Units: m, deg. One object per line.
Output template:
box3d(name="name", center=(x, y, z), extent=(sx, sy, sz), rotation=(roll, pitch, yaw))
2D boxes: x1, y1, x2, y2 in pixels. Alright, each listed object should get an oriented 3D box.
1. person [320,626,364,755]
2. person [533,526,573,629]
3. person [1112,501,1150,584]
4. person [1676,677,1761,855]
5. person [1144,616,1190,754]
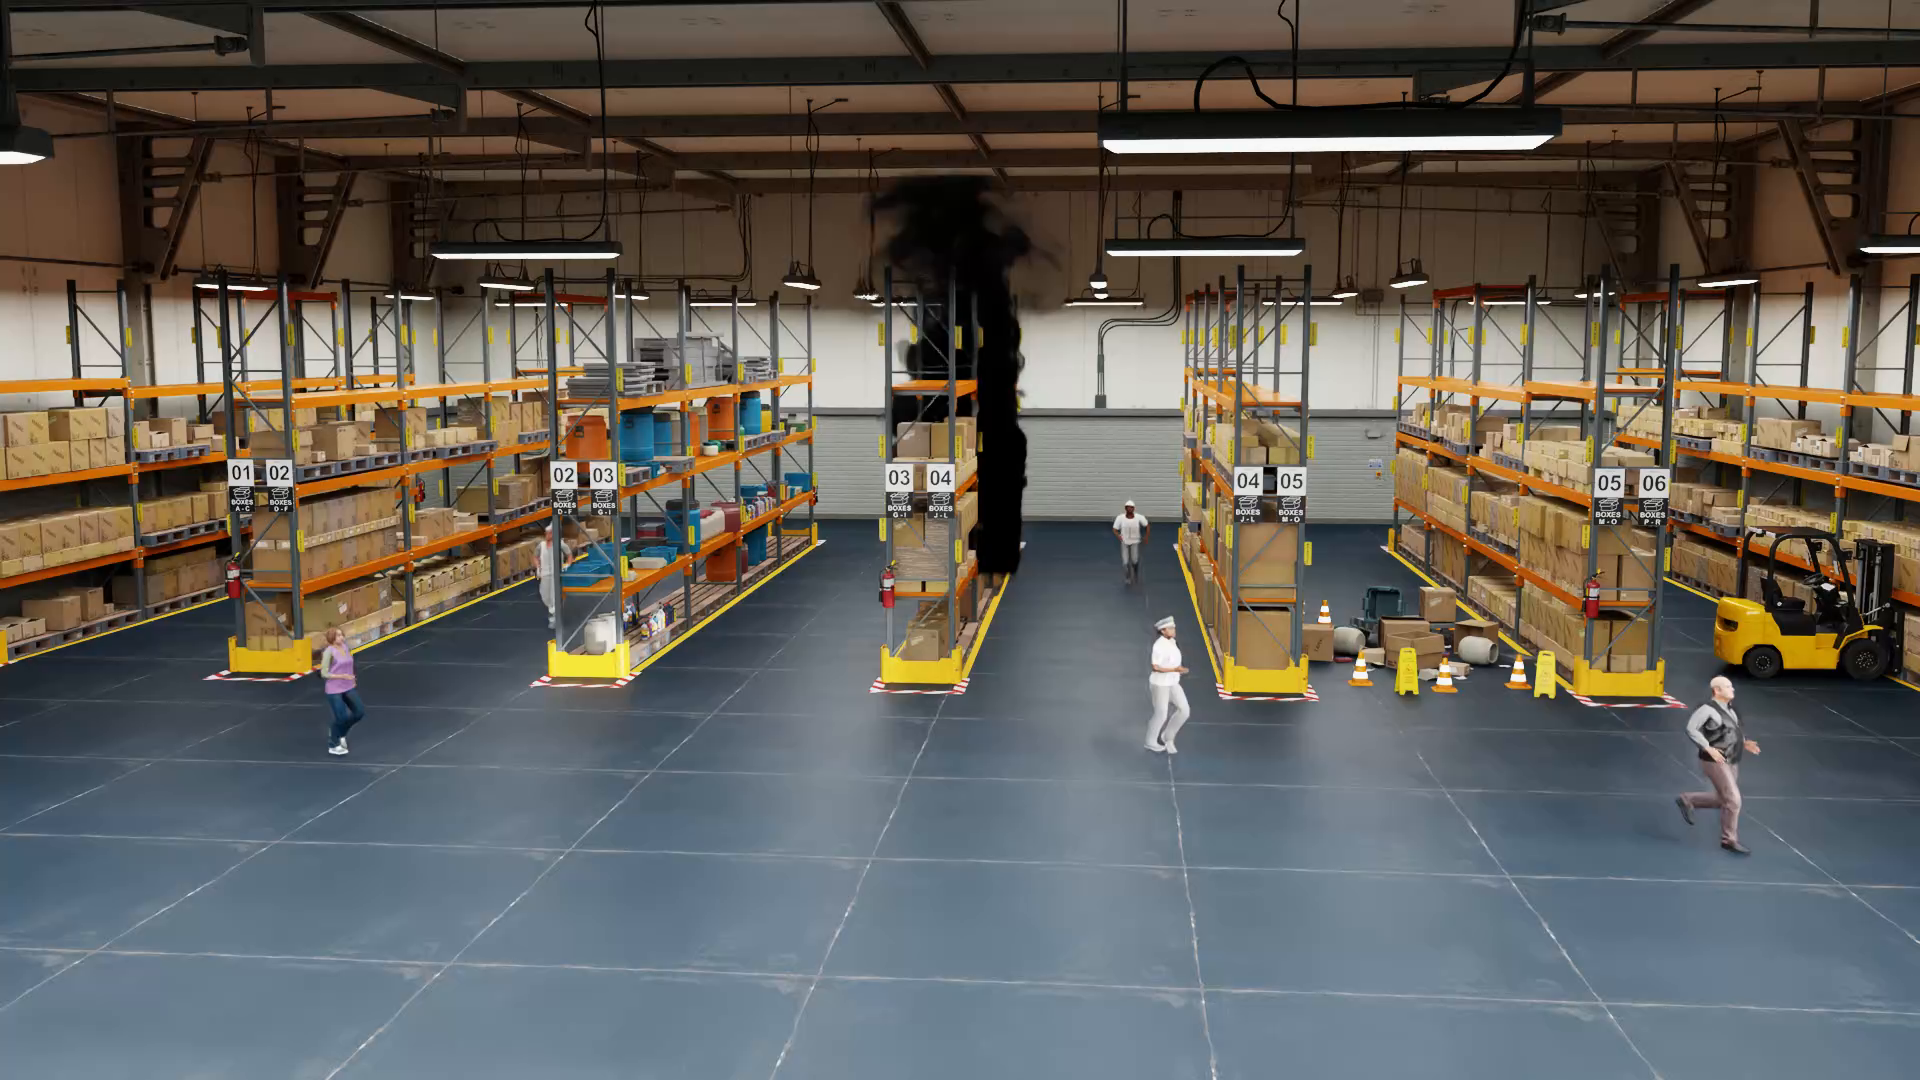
box3d(name="person", center=(-7.378, 1.807, 19.922), extent=(0.537, 1.558, 0.524), rotation=(3, 8, 23))
box3d(name="person", center=(-7.081, 0.624, 28.943), extent=(0.683, 1.771, 0.717), rotation=(0, 7, -2))
box3d(name="person", center=(3.444, 0.066, 33.549), extent=(0.746, 1.724, 0.593), rotation=(1, 7, 8))
box3d(name="person", center=(7.452, 2.189, 16.412), extent=(0.662, 1.712, 0.819), rotation=(-6, 9, -39))
box3d(name="person", center=(2.522, 1.756, 20.025), extent=(0.642, 1.702, 0.573), rotation=(6, 9, 40))
